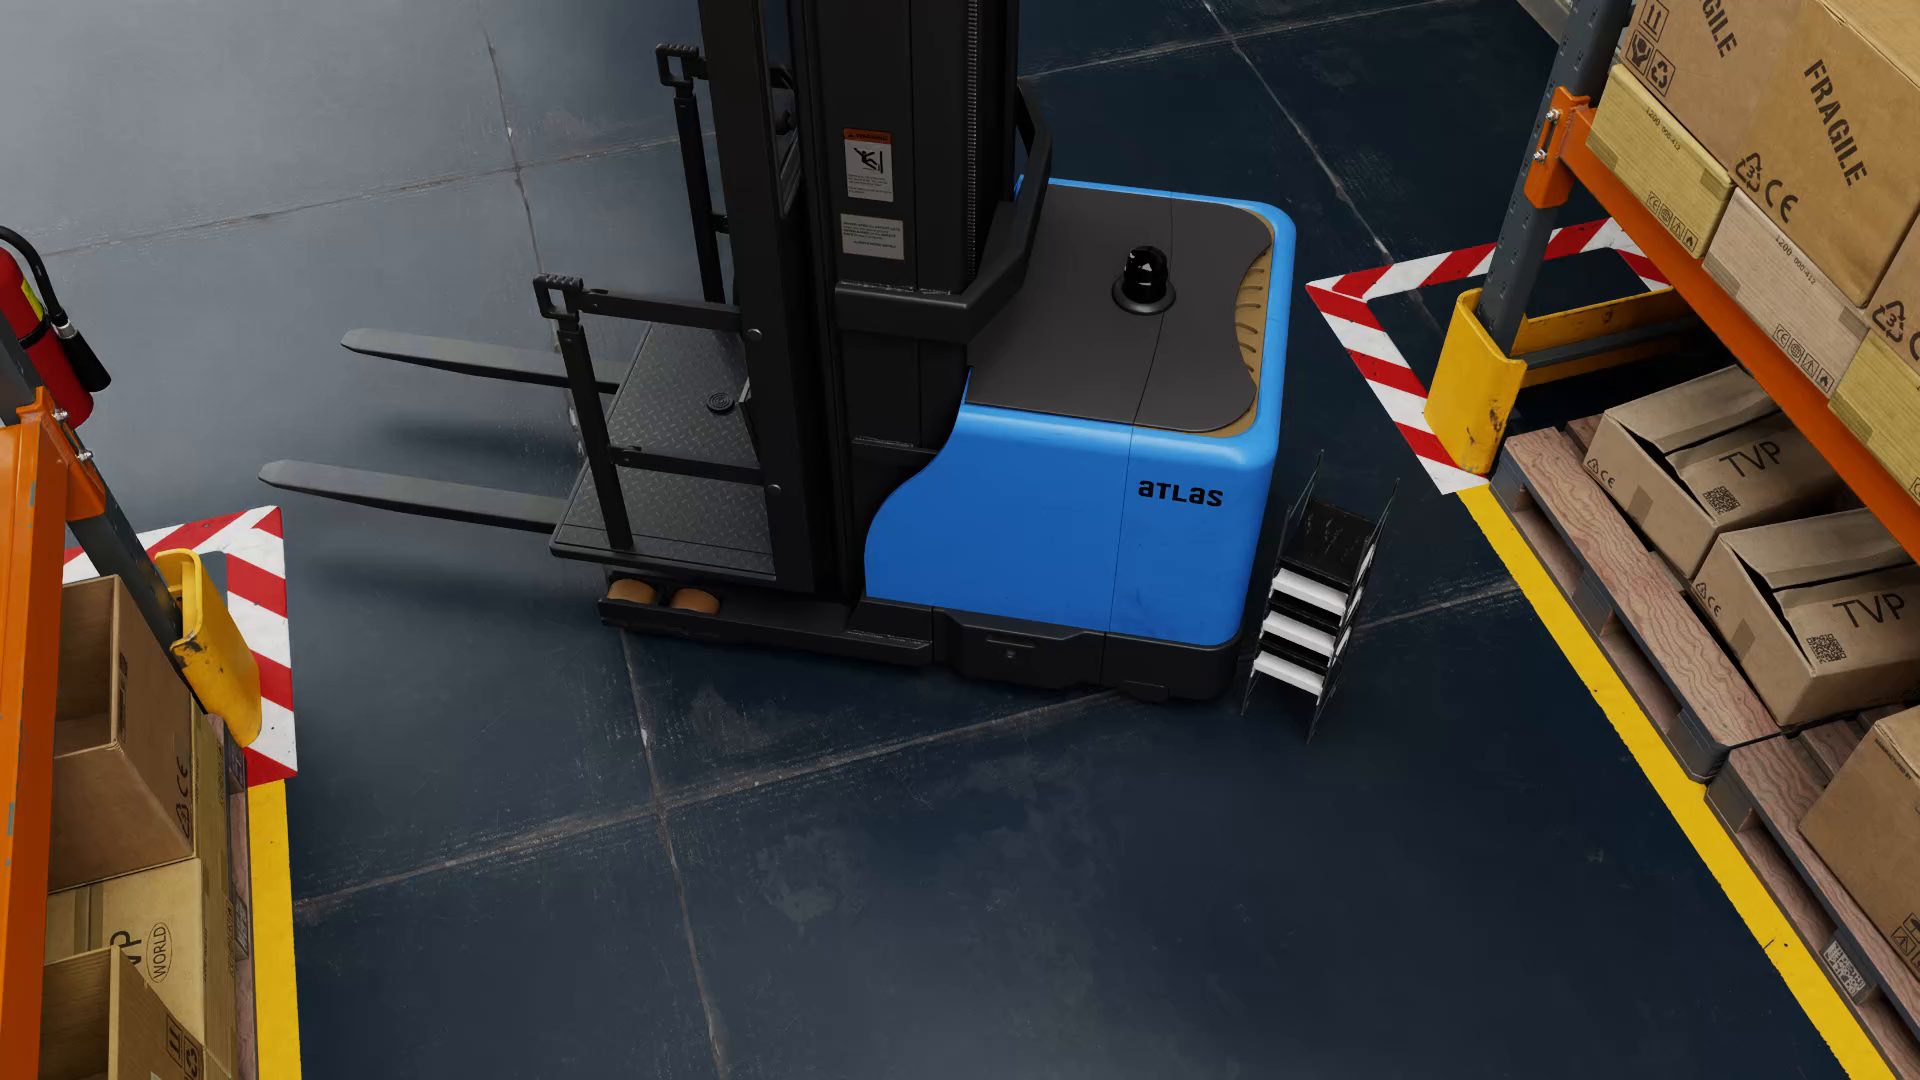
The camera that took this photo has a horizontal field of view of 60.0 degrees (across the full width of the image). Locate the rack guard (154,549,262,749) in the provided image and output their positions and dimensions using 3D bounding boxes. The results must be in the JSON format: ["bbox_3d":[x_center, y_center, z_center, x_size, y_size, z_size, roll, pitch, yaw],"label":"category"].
[{"bbox_3d":[-2.605,0.429,4.561,1.175,0.500,0.348,-13,51,-11],"label":"rack guard"}]

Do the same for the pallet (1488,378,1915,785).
[{"bbox_3d":[2.362,0.074,5.049,1.003,0.211,1.213,-13,51,-11],"label":"pallet"}]

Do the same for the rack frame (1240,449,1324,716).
[{"bbox_3d":[0.874,0.138,4.545,0.006,0.900,0.240,23,54,18],"label":"rack frame"}]

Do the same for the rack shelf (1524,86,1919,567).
[{"bbox_3d":[2.724,0.211,3.581,1.077,0.370,4.000,-13,51,-11],"label":"rack shelf"}]

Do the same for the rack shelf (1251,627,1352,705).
[{"bbox_3d":[0.963,0.313,4.676,0.200,0.077,0.258,23,54,18],"label":"rack shelf"}]

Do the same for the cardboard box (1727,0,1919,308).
[{"bbox_3d":[2.124,-0.901,3.643,0.500,0.500,0.500,-13,51,-11],"label":"cardboard box"}]

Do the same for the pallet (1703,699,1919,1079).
[{"bbox_3d":[2.719,0.964,4.300,1.003,0.211,1.213,-13,51,-11],"label":"pallet"}]

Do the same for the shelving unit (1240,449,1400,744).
[{"bbox_3d":[0.963,0.176,4.513,0.210,0.900,0.258,23,54,18],"label":"shelving unit"}]

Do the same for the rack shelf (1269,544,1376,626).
[{"bbox_3d":[0.963,0.081,4.401,0.200,0.077,0.258,23,54,18],"label":"rack shelf"}]

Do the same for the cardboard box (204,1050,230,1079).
[{"bbox_3d":[-1.848,1.444,3.594,0.500,0.250,0.500,-13,51,-11],"label":"cardboard box"}]

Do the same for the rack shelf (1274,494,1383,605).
[{"bbox_3d":[0.963,0.023,4.332,0.200,0.077,0.258,23,54,18],"label":"rack shelf"}]

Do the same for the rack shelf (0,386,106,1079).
[{"bbox_3d":[-2.007,1.334,2.634,1.077,0.370,4.000,-13,51,-11],"label":"rack shelf"}]

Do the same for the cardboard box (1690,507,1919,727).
[{"bbox_3d":[2.420,0.185,4.603,0.500,0.311,0.500,-10,51,-8],"label":"cardboard box"}]

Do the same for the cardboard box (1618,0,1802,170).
[{"bbox_3d":[1.987,-1.265,3.949,0.500,0.500,0.500,-13,51,-11],"label":"cardboard box"}]

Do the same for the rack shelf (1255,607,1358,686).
[{"bbox_3d":[0.963,0.255,4.607,0.200,0.077,0.258,23,54,18],"label":"rack shelf"}]

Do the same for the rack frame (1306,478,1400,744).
[{"bbox_3d":[1.052,0.214,4.481,0.006,0.900,0.240,23,54,18],"label":"rack frame"}]

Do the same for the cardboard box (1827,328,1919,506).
[{"bbox_3d":[2.286,-0.262,3.594,0.500,0.250,0.500,-14,51,-12],"label":"cardboard box"}]

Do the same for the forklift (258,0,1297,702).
[{"bbox_3d":[-0.617,-1.033,4.204,3.031,2.935,1.130,8,50,7],"label":"forklift"}]

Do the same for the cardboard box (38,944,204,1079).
[{"bbox_3d":[-1.846,1.202,3.308,0.500,0.500,0.500,-13,51,-11],"label":"cardboard box"}]

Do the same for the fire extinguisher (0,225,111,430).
[{"bbox_3d":[-2.189,-0.525,3.781,0.296,0.674,0.183,-13,51,-11],"label":"fire extinguisher"}]

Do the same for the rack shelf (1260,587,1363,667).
[{"bbox_3d":[0.963,0.197,4.539,0.200,0.077,0.258,23,54,18],"label":"rack shelf"}]

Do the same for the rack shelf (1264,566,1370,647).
[{"bbox_3d":[0.963,0.139,4.470,0.200,0.077,0.258,23,54,18],"label":"rack shelf"}]

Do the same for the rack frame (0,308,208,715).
[{"bbox_3d":[-2.598,-0.359,3.590,1.000,3.000,0.127,-13,51,-11],"label":"rack frame"}]

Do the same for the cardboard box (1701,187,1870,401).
[{"bbox_3d":[2.141,-0.635,3.909,0.500,0.250,0.500,-15,51,-12],"label":"cardboard box"}]

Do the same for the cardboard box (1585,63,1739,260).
[{"bbox_3d":[1.974,-1.011,4.226,0.500,0.250,0.500,-15,51,-12],"label":"cardboard box"}]

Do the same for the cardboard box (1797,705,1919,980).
[{"bbox_3d":[2.589,0.672,4.069,0.700,0.500,0.500,-16,52,-13],"label":"cardboard box"}]

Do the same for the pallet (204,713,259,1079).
[{"bbox_3d":[-2.332,1.089,4.194,1.003,0.211,1.213,-13,51,-11],"label":"pallet"}]

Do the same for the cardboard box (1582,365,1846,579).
[{"bbox_3d":[2.251,-0.231,4.954,0.500,0.311,0.500,-19,52,-15],"label":"cardboard box"}]

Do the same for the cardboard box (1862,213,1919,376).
[{"bbox_3d":[2.270,-0.523,3.323,0.500,0.500,0.500,-15,51,-12],"label":"cardboard box"}]

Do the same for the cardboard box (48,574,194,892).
[{"bbox_3d":[-2.155,0.475,3.921,0.500,0.500,0.500,-13,51,-11],"label":"cardboard box"}]

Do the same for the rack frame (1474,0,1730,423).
[{"bbox_3d":[2.133,-1.481,4.537,1.000,3.000,0.127,-13,51,-11],"label":"rack frame"}]

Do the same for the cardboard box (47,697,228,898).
[{"bbox_3d":[-2.157,0.717,4.207,0.500,0.250,0.500,-13,51,-11],"label":"cardboard box"}]

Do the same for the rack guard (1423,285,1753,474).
[{"bbox_3d":[2.155,-0.620,5.446,1.175,0.500,0.348,-13,51,-11],"label":"rack guard"}]

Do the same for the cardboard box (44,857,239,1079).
[{"bbox_3d":[-1.998,1.080,3.902,0.500,0.250,0.500,-13,51,-11],"label":"cardboard box"}]
